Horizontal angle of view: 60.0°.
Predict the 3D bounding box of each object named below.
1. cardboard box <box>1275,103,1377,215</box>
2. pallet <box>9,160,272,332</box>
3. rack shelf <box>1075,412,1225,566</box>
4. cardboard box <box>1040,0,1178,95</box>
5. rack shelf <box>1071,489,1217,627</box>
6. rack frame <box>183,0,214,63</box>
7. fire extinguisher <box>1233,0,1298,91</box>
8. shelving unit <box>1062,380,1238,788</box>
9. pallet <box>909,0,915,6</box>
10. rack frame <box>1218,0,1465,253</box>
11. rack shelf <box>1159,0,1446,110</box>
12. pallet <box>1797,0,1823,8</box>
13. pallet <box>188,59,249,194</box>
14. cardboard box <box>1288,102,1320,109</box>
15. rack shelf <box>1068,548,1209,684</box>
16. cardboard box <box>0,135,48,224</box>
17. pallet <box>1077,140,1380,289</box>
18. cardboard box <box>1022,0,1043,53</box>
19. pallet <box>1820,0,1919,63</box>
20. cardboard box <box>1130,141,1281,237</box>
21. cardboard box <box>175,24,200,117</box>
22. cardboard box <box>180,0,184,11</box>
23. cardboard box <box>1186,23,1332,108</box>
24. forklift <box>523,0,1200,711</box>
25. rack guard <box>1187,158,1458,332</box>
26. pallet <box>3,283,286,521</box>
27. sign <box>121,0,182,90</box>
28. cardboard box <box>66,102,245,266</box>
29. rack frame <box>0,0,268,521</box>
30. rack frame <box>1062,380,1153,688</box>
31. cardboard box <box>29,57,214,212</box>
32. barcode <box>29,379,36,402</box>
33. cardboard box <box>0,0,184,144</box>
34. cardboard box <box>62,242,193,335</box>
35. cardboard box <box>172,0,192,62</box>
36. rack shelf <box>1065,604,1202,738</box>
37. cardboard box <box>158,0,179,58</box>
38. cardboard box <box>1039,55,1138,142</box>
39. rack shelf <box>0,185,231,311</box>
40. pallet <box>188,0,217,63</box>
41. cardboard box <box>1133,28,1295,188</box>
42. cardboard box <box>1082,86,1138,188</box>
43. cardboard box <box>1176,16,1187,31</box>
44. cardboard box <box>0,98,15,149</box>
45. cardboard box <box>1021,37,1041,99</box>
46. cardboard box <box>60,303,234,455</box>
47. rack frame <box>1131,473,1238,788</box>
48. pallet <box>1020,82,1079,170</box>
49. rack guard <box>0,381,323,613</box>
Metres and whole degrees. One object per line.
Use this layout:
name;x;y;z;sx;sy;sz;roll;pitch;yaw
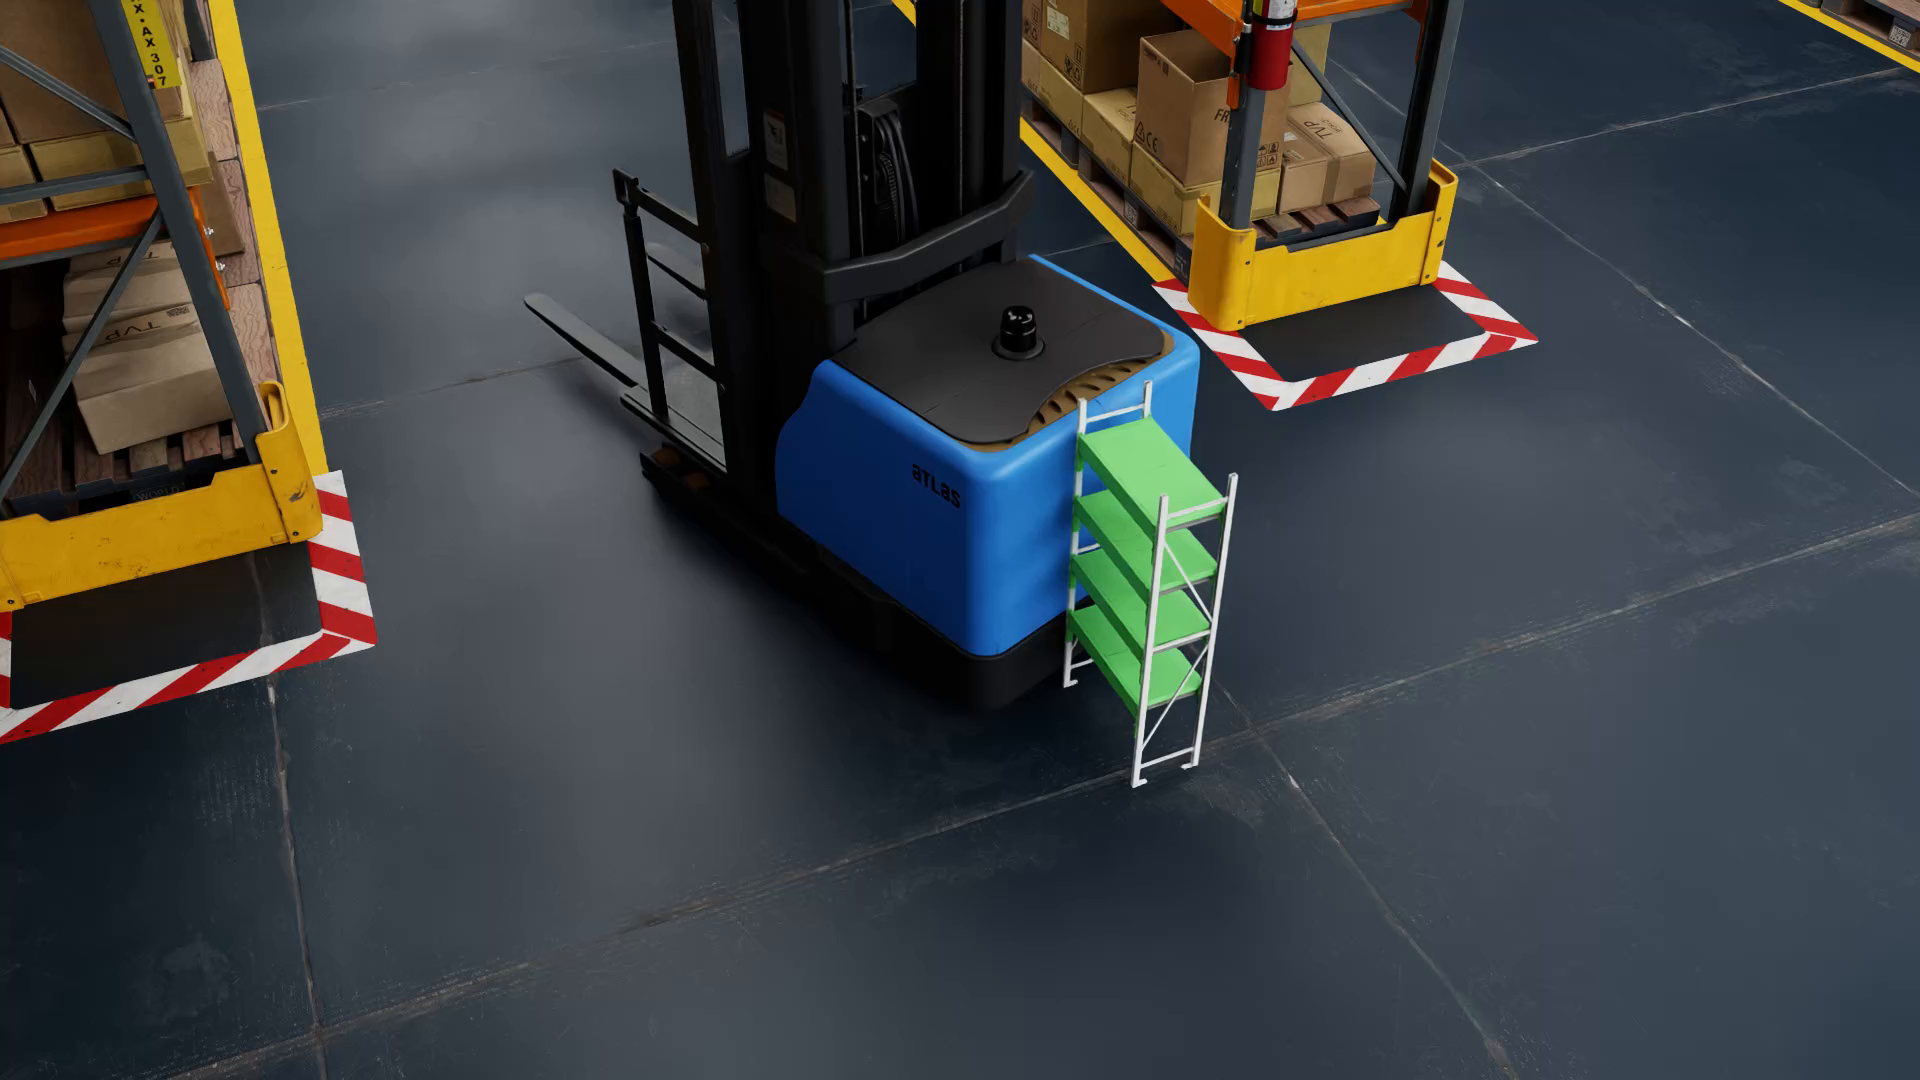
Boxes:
cardboard box;1.604;-1.800;7.830;0.500;0.250;0.500;-15;43;-17
pallet;-3.742;-1.288;7.585;1.003;0.211;1.213;-15;43;-17
rack shelf;0.561;-0.157;4.874;0.258;0.148;0.480;-16;43;-18
cardboard box;0.728;-2.554;8.131;0.500;0.500;0.500;-15;43;-17
rack shelf;0.561;0.025;5.031;0.258;0.148;0.480;-16;43;-18
rack frame;-4.502;-3.477;7.992;1.000;3.000;0.127;-15;43;-17
fire extinguisher;1.220;-2.089;6.438;0.296;0.674;0.183;-15;43;-17
shelving unit;0.561;0.158;5.146;0.258;1.200;0.503;-16;43;-18
pallet;0.339;-3.168;9.772;1.003;0.211;1.213;-15;43;-17
rack frame;1.604;-2.305;6.630;1.000;3.000;0.127;-15;43;-17
rack shelf;0.839;-3.237;8.266;1.077;0.370;4.000;-15;43;-17
pallet;5.340;-3.740;10.437;1.003;0.211;1.213;-15;43;-17
pallet;-4.212;-2.024;8.441;1.003;0.211;1.213;-15;43;-17
cardboard box;1.410;-2.101;8.179;0.500;0.250;0.500;-15;43;-17
rack shelf;0.561;0.207;5.187;0.258;0.148;0.480;-16;43;-18
cardboard box;-3.329;-1.251;5.504;0.500;0.250;0.500;-15;43;-16
pallet;1.273;-1.698;8.063;1.003;0.211;1.213;-15;43;-17
cardboard box;0.538;-2.855;8.481;0.500;0.500;0.500;-15;43;-17
pallet;5.803;-3.006;9.584;1.003;0.211;1.213;-15;43;-17
cardboard box;1.126;-1.671;7.680;0.500;0.250;0.500;-15;43;-17
cardboard box;-3.077;-1.700;6.026;0.500;0.250;0.500;-16;43;-18
cardboard box;-3.457;-2.314;6.740;0.500;0.250;0.500;-15;43;-16
cardboard box;1.411;-2.385;7.935;0.500;0.500;0.500;-15;43;-17
forklift;-0.586;-1.415;5.647;1.130;2.935;3.031;-32;50;-32
rack guard;1.613;-1.343;7.428;1.175;0.500;0.348;-15;43;-17
pallet;-3.279;-0.554;6.732;1.003;0.211;1.213;-15;43;-17
sign;-2.470;-1.531;5.066;0.100;0.325;0.005;-15;43;-17
cardboard box;-3.606;-1.523;7.301;0.700;0.500;0.500;-18;44;-20
rack frame;-2.971;-1.067;5.190;1.000;3.000;0.127;-15;43;-17
rack frame;0.461;0.013;5.315;0.240;1.200;0.015;-16;43;-18
cardboard box;-2.865;-1.391;5.667;0.500;0.250;0.500;-16;43;-18
barcode;-3.529;-0.568;6.328;0.001;0.075;0.075;-15;43;-17
cardboard box;-2.876;-1.665;5.410;0.500;0.500;0.500;-15;43;-17
cardboard box;-3.371;-0.997;6.834;0.500;0.311;0.500;-12;42;-13
cardboard box;-3.266;-2.009;6.385;0.500;0.250;0.500;-16;43;-18
rack shelf;0.561;0.389;5.344;0.258;0.148;0.480;-16;43;-18
cardboard box;-3.056;-1.965;5.759;0.500;0.500;0.500;-15;43;-17
cardboard box;0.730;-2.270;8.376;0.500;0.250;0.500;-15;43;-17
rack shelf;-3.737;-1.999;6.826;1.077;0.370;4.000;-15;43;-17
pallet;-4.801;-2.888;9.447;1.003;0.211;1.213;-15;43;-17
cardboard box;1.124;-1.955;7.435;0.500;0.500;0.500;-15;43;-17
cardboard box;0.923;-1.969;8.026;0.500;0.250;0.500;-15;43;-17
cardboard box;1.208;-2.683;8.282;0.500;0.500;0.500;-15;43;-17
cardboard box;-3.348;-1.533;5.257;0.500;0.500;0.500;-16;43;-17
cardboard box;0.541;-2.572;8.727;0.500;0.250;0.500;-15;43;-17
cardboard box;-3.153;-0.654;6.434;0.500;0.311;0.500;-20;45;-22
rack frame;0.660;0.304;4.977;0.240;1.200;0.015;-16;43;-18
pallet;0.810;-2.432;8.916;1.003;0.211;1.213;-15;43;-17
rack guard;-3.000;-0.165;6.059;1.175;0.500;0.348;-15;43;-17
